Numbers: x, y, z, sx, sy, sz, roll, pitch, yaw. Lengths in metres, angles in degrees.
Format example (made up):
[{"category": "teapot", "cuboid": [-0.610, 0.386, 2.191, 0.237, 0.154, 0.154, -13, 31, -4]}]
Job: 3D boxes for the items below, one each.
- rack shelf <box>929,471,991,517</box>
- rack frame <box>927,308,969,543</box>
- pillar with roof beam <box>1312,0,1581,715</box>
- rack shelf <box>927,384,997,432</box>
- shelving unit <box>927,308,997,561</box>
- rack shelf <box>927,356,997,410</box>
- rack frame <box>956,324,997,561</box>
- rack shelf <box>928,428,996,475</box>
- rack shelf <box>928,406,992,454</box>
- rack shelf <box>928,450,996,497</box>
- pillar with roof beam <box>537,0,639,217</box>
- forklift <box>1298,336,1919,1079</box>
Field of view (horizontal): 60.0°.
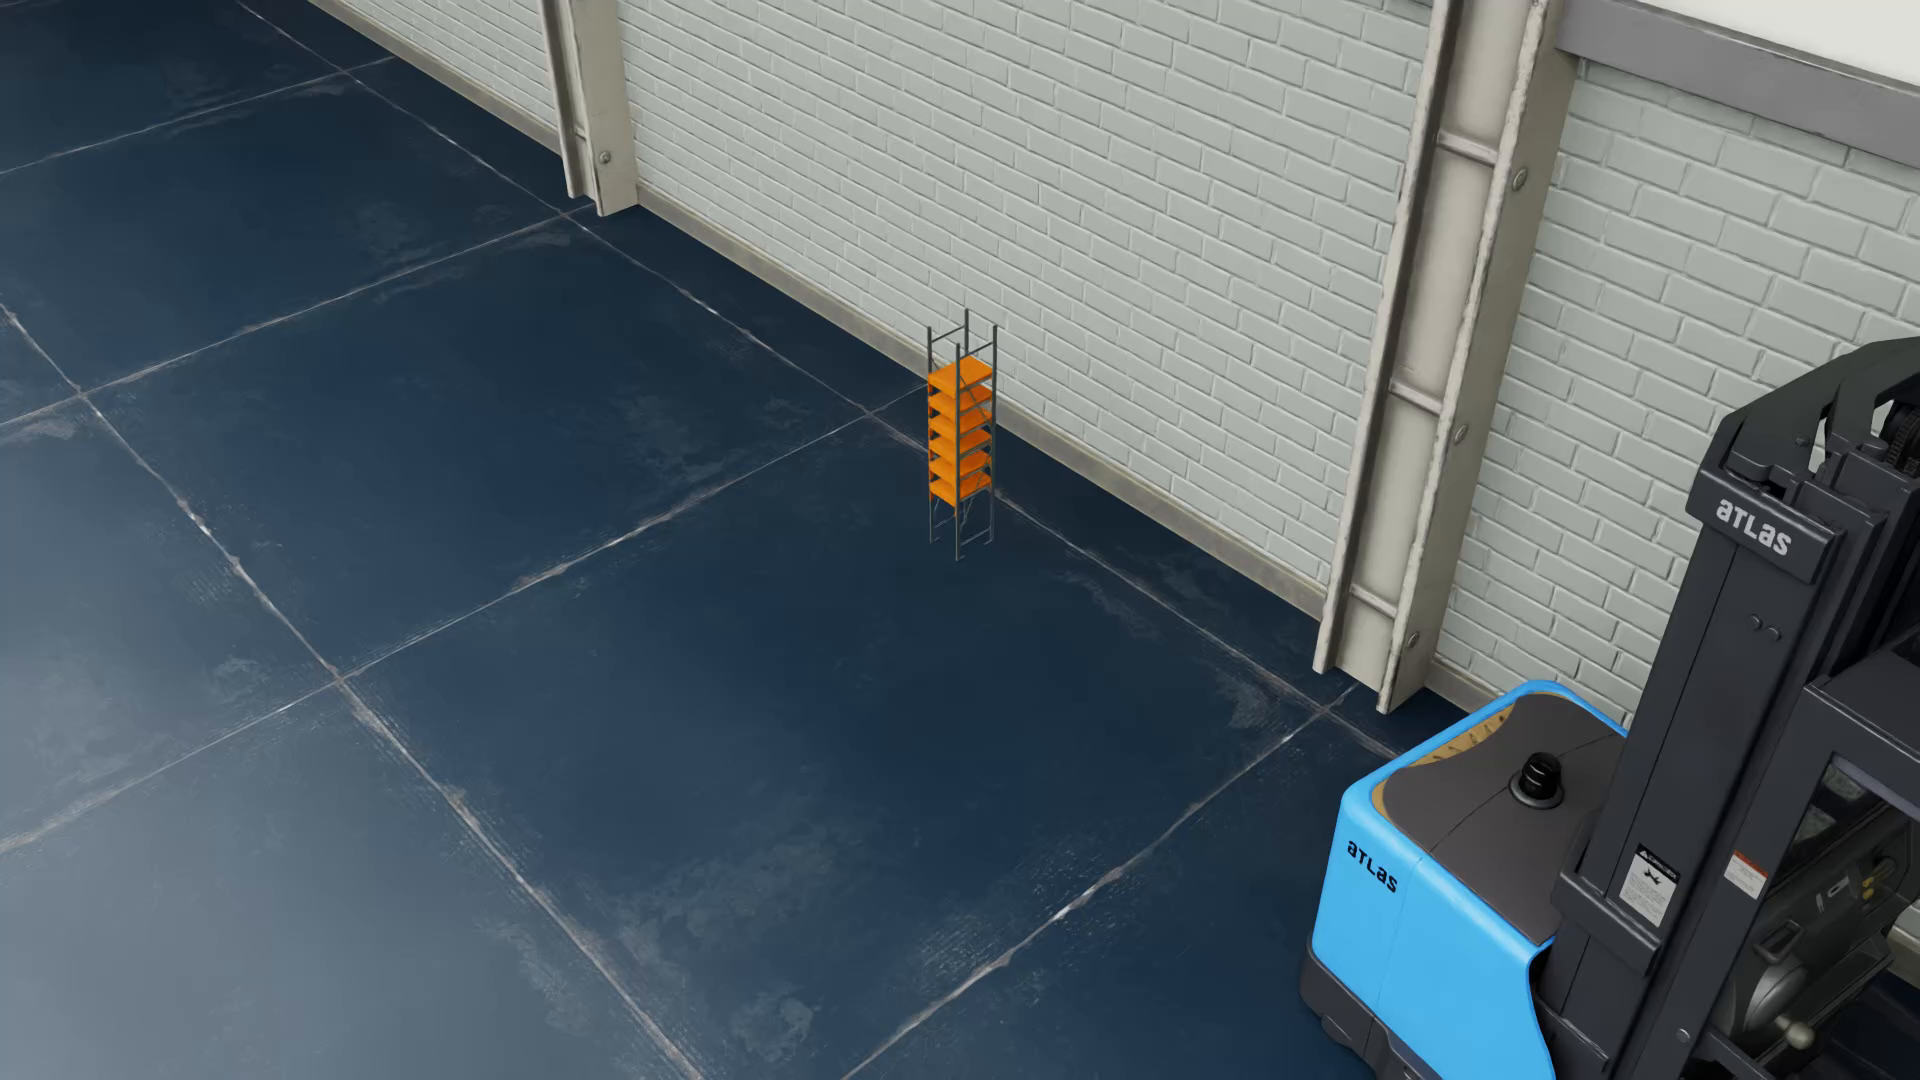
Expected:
[{"category": "rack shelf", "cuboid": [0.010, -0.239, 7.751, 0.258, 0.103, 0.180, -30, 48, -32]}, {"category": "rack frame", "cuboid": [-0.052, -0.502, 7.625, 0.240, 1.200, 0.006, -30, 48, -32]}, {"category": "pillar with roof beam", "cuboid": [-1.388, -1.085, 2.140, 9.100, 9.000, 0.400, -30, 48, -32]}, {"category": "rack shelf", "cuboid": [0.010, -0.612, 7.450, 0.258, 0.103, 0.180, -30, 48, -32]}, {"category": "shelving unit", "cuboid": [0.010, -0.460, 7.573, 0.258, 1.200, 0.189, -30, 48, -32]}, {"category": "rack shelf", "cuboid": [0.010, -0.706, 7.374, 0.258, 0.103, 0.180, -30, 48, -32]}, {"category": "rack frame", "cuboid": [0.072, -0.418, 7.520, 0.240, 1.200, 0.006, -30, 48, -32]}, {"category": "rack shelf", "cuboid": [0.010, -0.426, 7.600, 0.258, 0.103, 0.180, -30, 48, -32]}, {"category": "rack shelf", "cuboid": [0.010, -0.519, 7.525, 0.258, 0.103, 0.180, -30, 48, -32]}, {"category": "rack shelf", "cuboid": [0.010, -0.332, 7.676, 0.258, 0.103, 0.180, -30, 48, -32]}, {"category": "pillar with roof beam", "cuboid": [-5.446, -3.862, 5.578, 9.100, 9.000, 0.400, -30, 48, -32]}, {"category": "forklift", "cuboid": [2.447, 1.081, 4.286, 1.130, 2.935, 3.031, -24, 44, -26]}]
